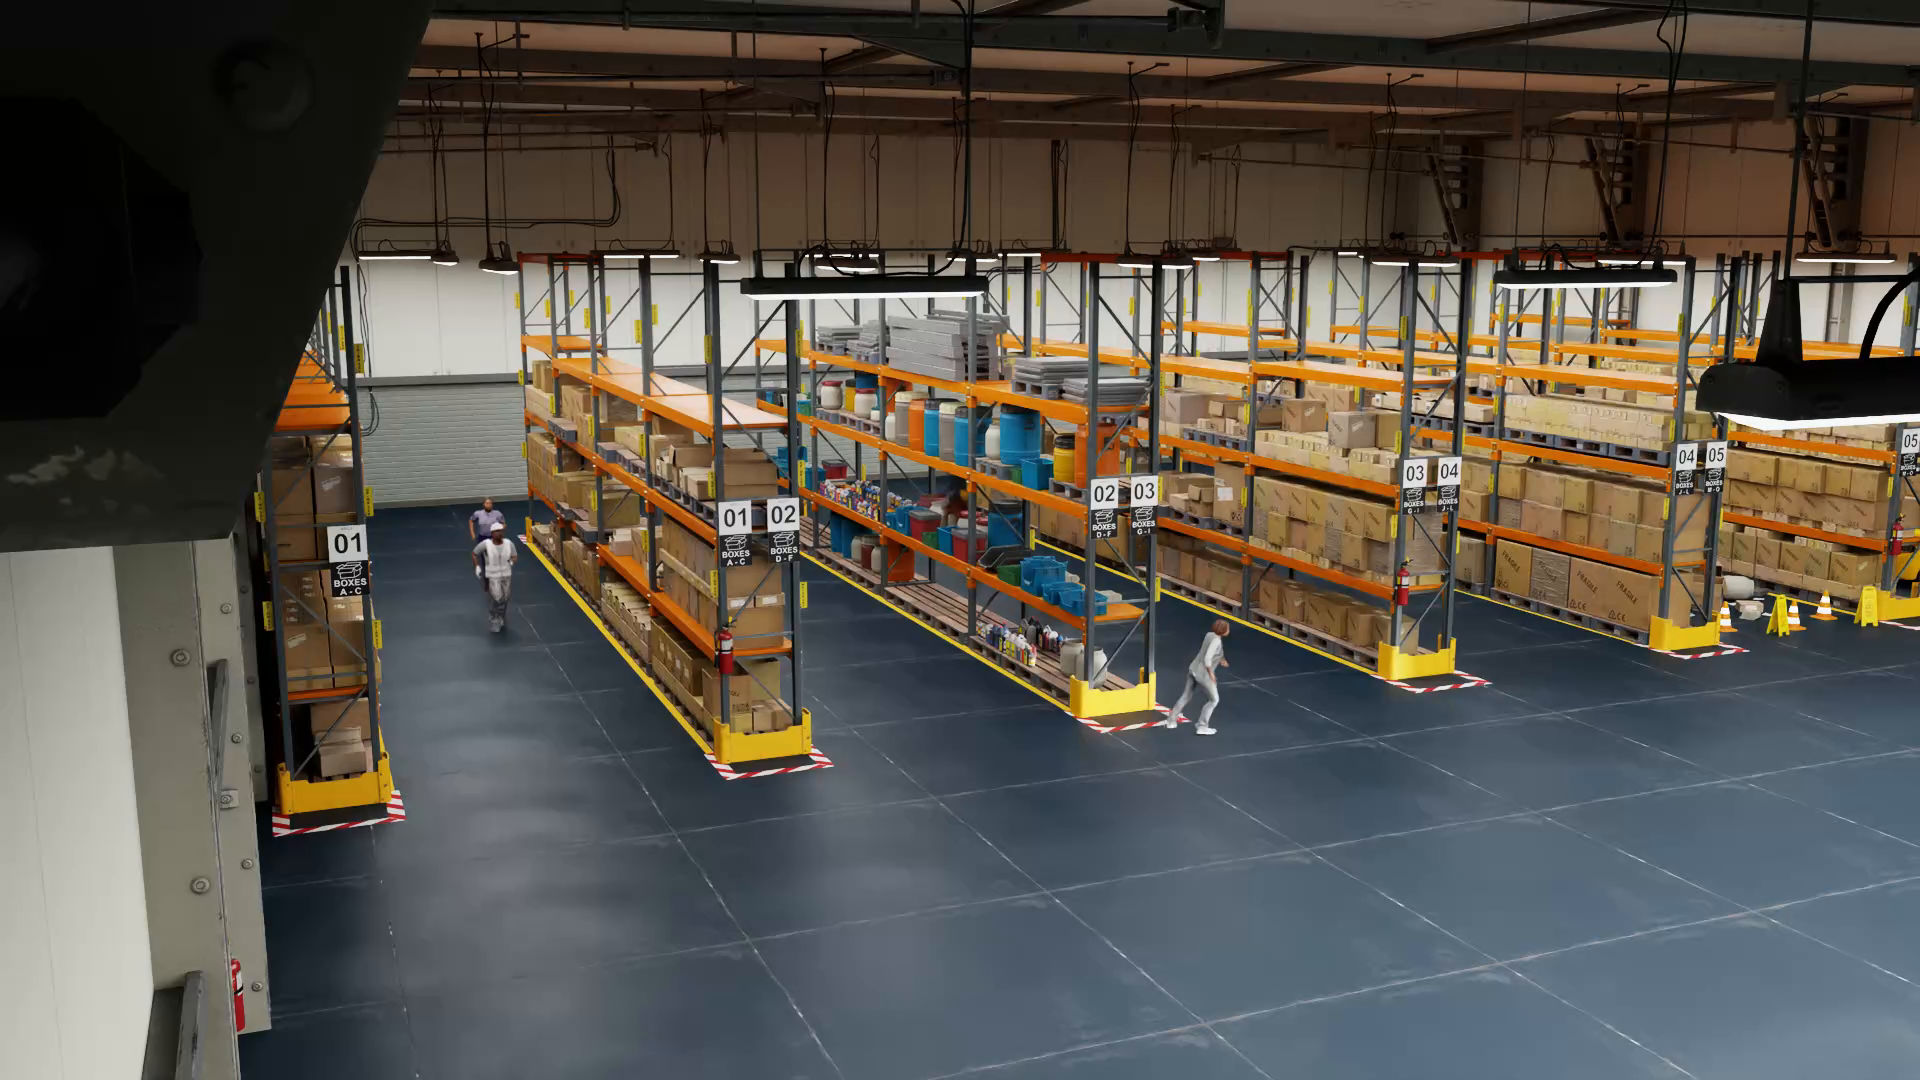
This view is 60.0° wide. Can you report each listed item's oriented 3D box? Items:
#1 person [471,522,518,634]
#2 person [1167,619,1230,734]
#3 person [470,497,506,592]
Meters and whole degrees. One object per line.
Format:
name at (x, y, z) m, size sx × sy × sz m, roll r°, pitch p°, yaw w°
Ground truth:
person at (-7.425, 0.611, 26.759) m, size 0.671 × 1.794 × 0.711 m, roll -7°, pitch 13°, yaw -34°
person at (3.091, 1.747, 21.339) m, size 0.809 × 1.520 × 0.587 m, roll -3°, pitch 11°, yaw -18°
person at (-8.544, 0.065, 30.175) m, size 0.626 × 1.715 × 0.761 m, roll -4°, pitch 11°, yaw -21°
